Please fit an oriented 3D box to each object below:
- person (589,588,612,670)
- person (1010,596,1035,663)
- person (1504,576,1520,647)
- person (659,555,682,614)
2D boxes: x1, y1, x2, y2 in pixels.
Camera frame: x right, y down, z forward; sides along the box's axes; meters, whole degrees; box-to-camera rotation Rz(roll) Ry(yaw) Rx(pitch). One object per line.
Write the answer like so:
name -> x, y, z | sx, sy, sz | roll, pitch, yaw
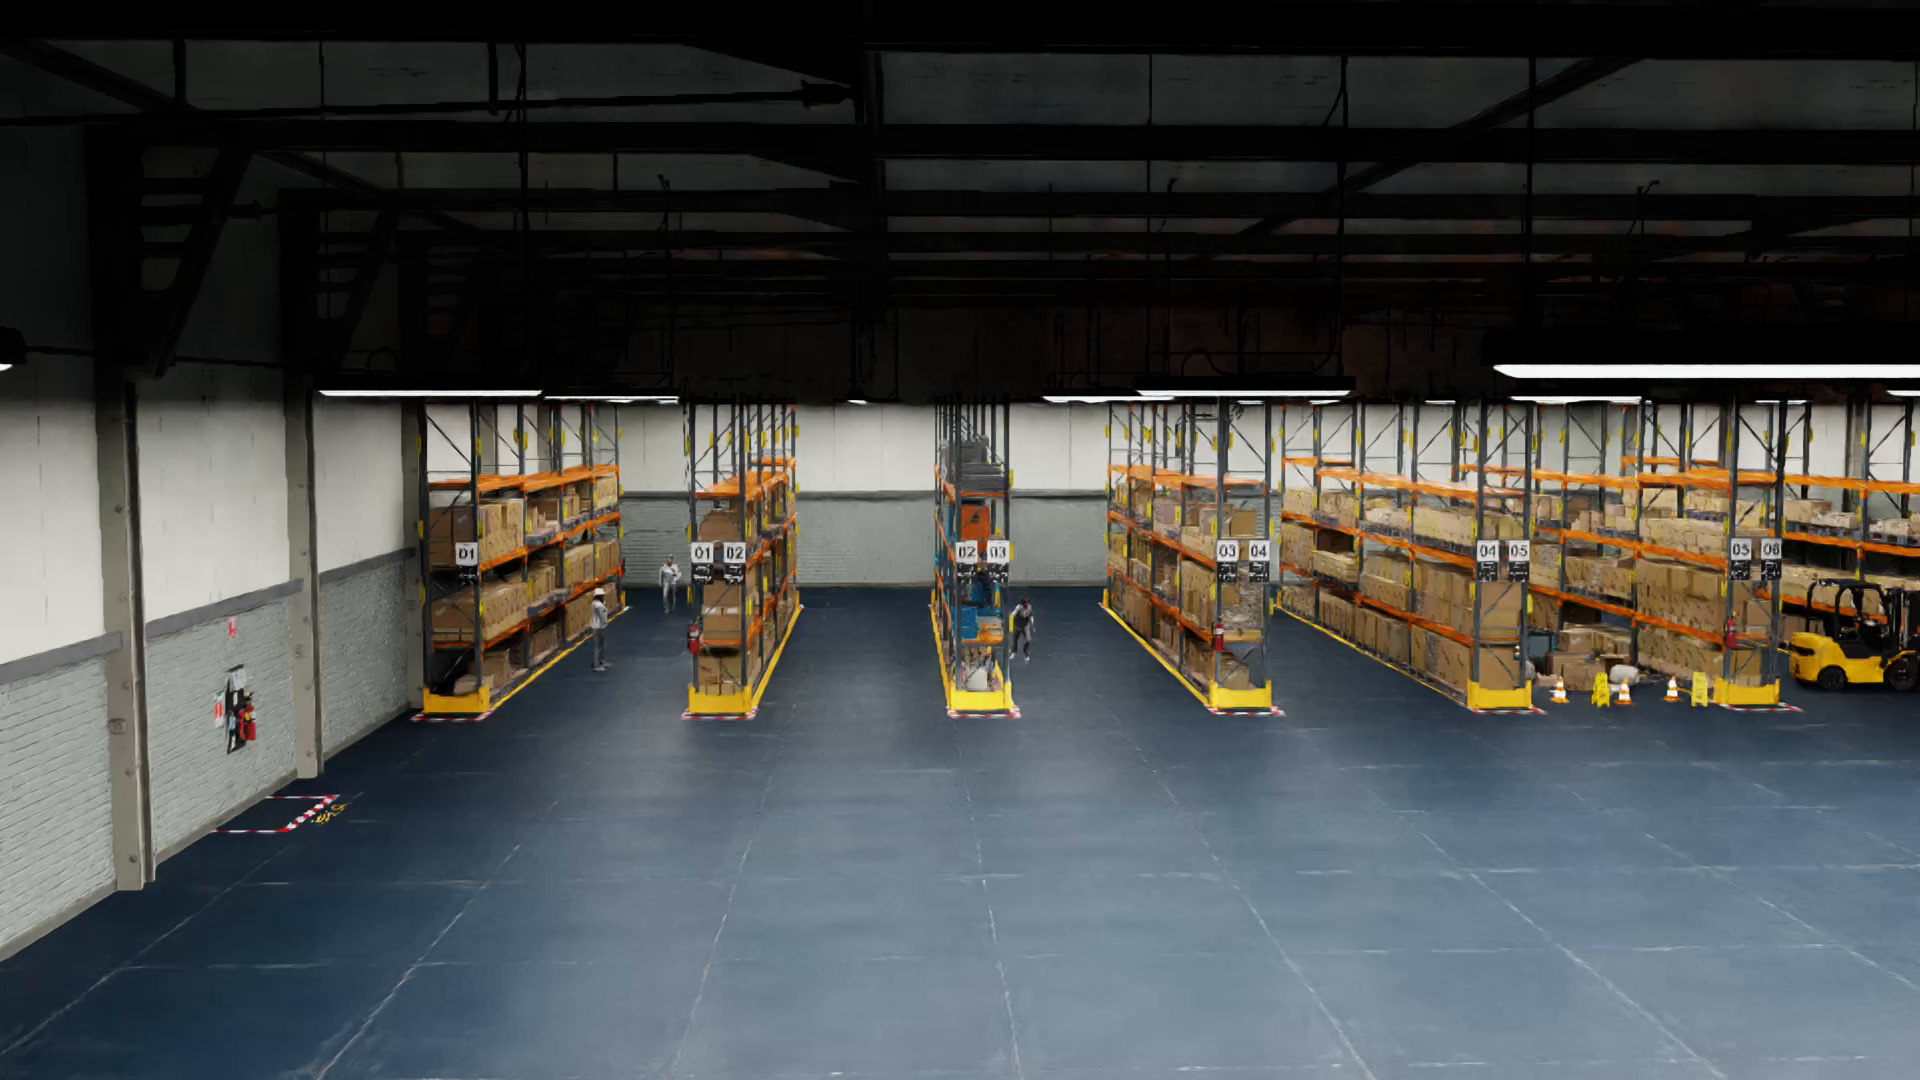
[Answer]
person -> -7.814, 1.920, 36.228 | 0.522, 1.779, 0.688 | -2, 5, -26
person -> 1.398, 1.981, 37.555 | 0.535, 1.504, 0.756 | -1, 5, -12
person -> 13.271, 1.658, 39.933 | 0.554, 1.801, 0.639 | 2, 5, 22
person -> -8.066, 1.209, 46.270 | 0.643, 1.616, 0.810 | -1, 5, -6
